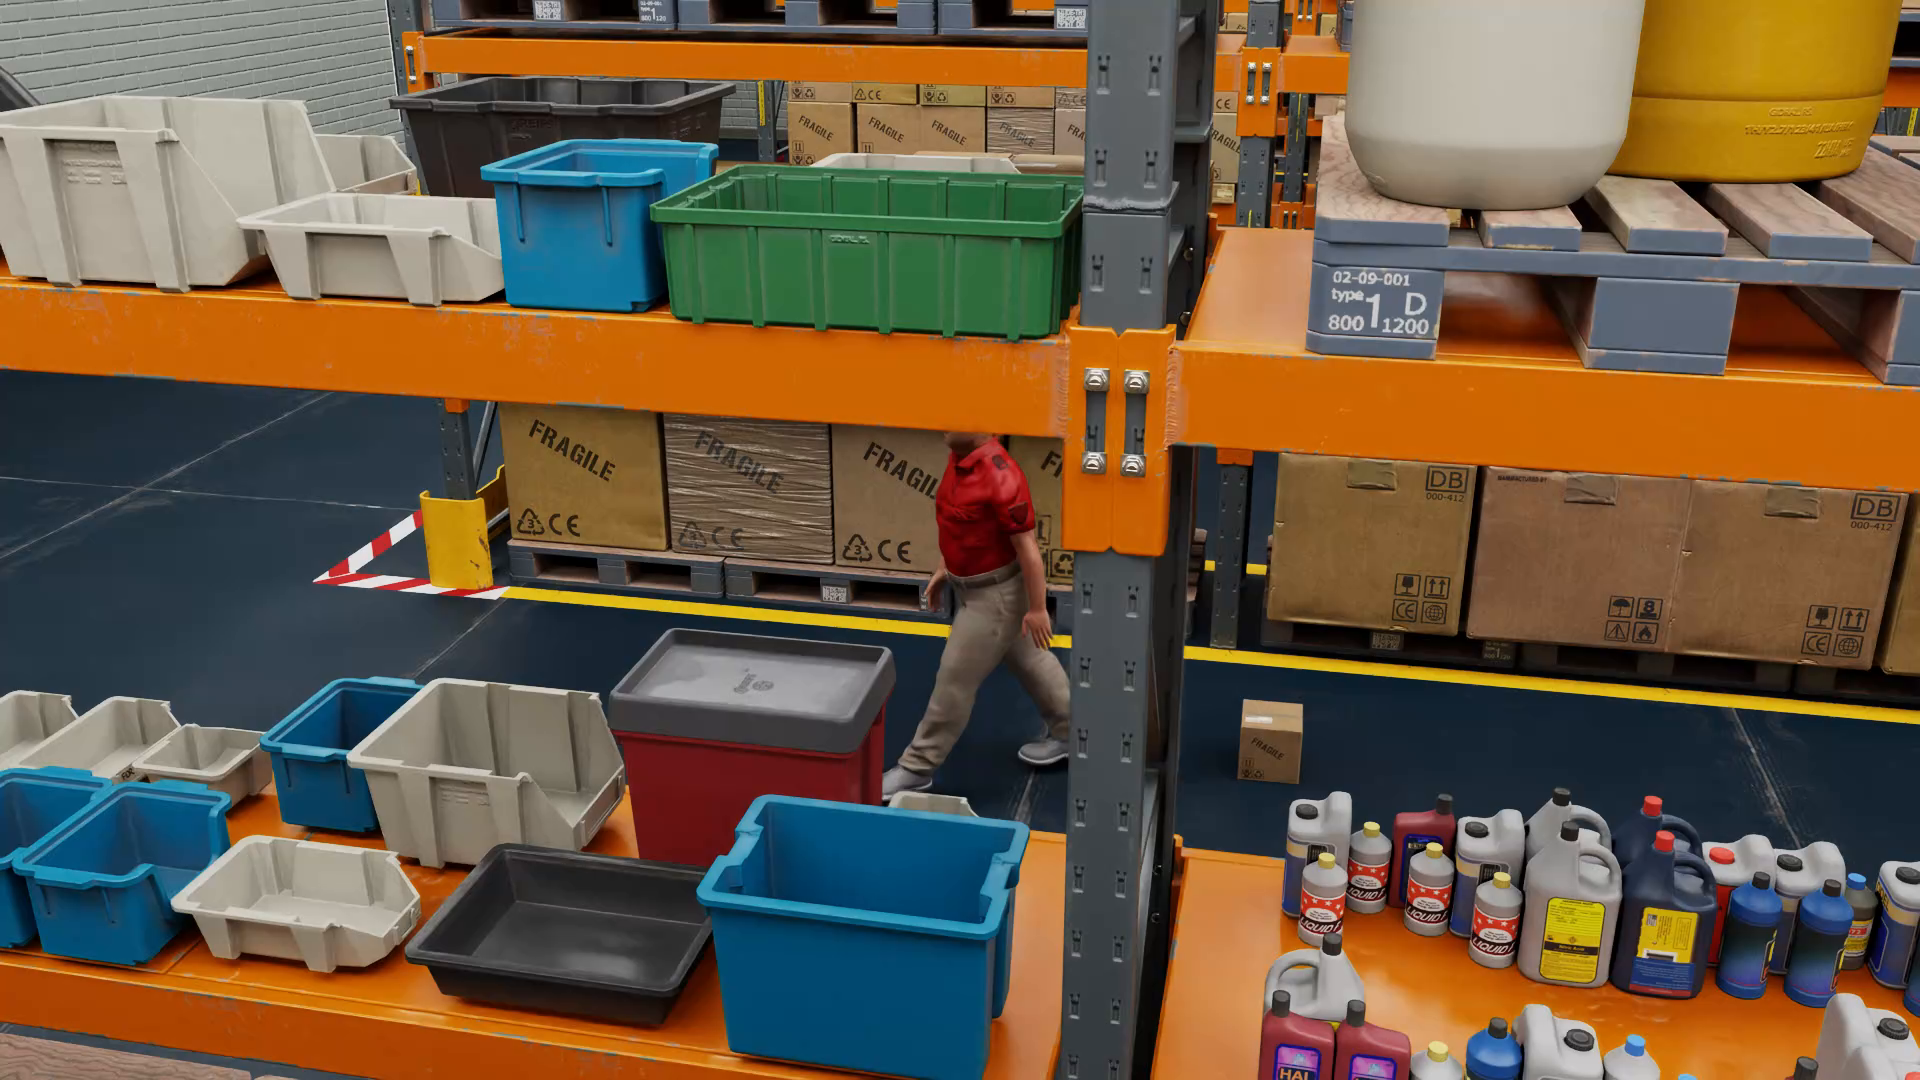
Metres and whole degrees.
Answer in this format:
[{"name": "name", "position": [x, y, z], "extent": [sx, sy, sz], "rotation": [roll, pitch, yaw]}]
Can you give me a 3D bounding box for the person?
[{"name": "person", "position": [0.061, 0.185, 6.627], "extent": [1.041, 1.653, 0.570], "rotation": [-4, 22, -11]}]
